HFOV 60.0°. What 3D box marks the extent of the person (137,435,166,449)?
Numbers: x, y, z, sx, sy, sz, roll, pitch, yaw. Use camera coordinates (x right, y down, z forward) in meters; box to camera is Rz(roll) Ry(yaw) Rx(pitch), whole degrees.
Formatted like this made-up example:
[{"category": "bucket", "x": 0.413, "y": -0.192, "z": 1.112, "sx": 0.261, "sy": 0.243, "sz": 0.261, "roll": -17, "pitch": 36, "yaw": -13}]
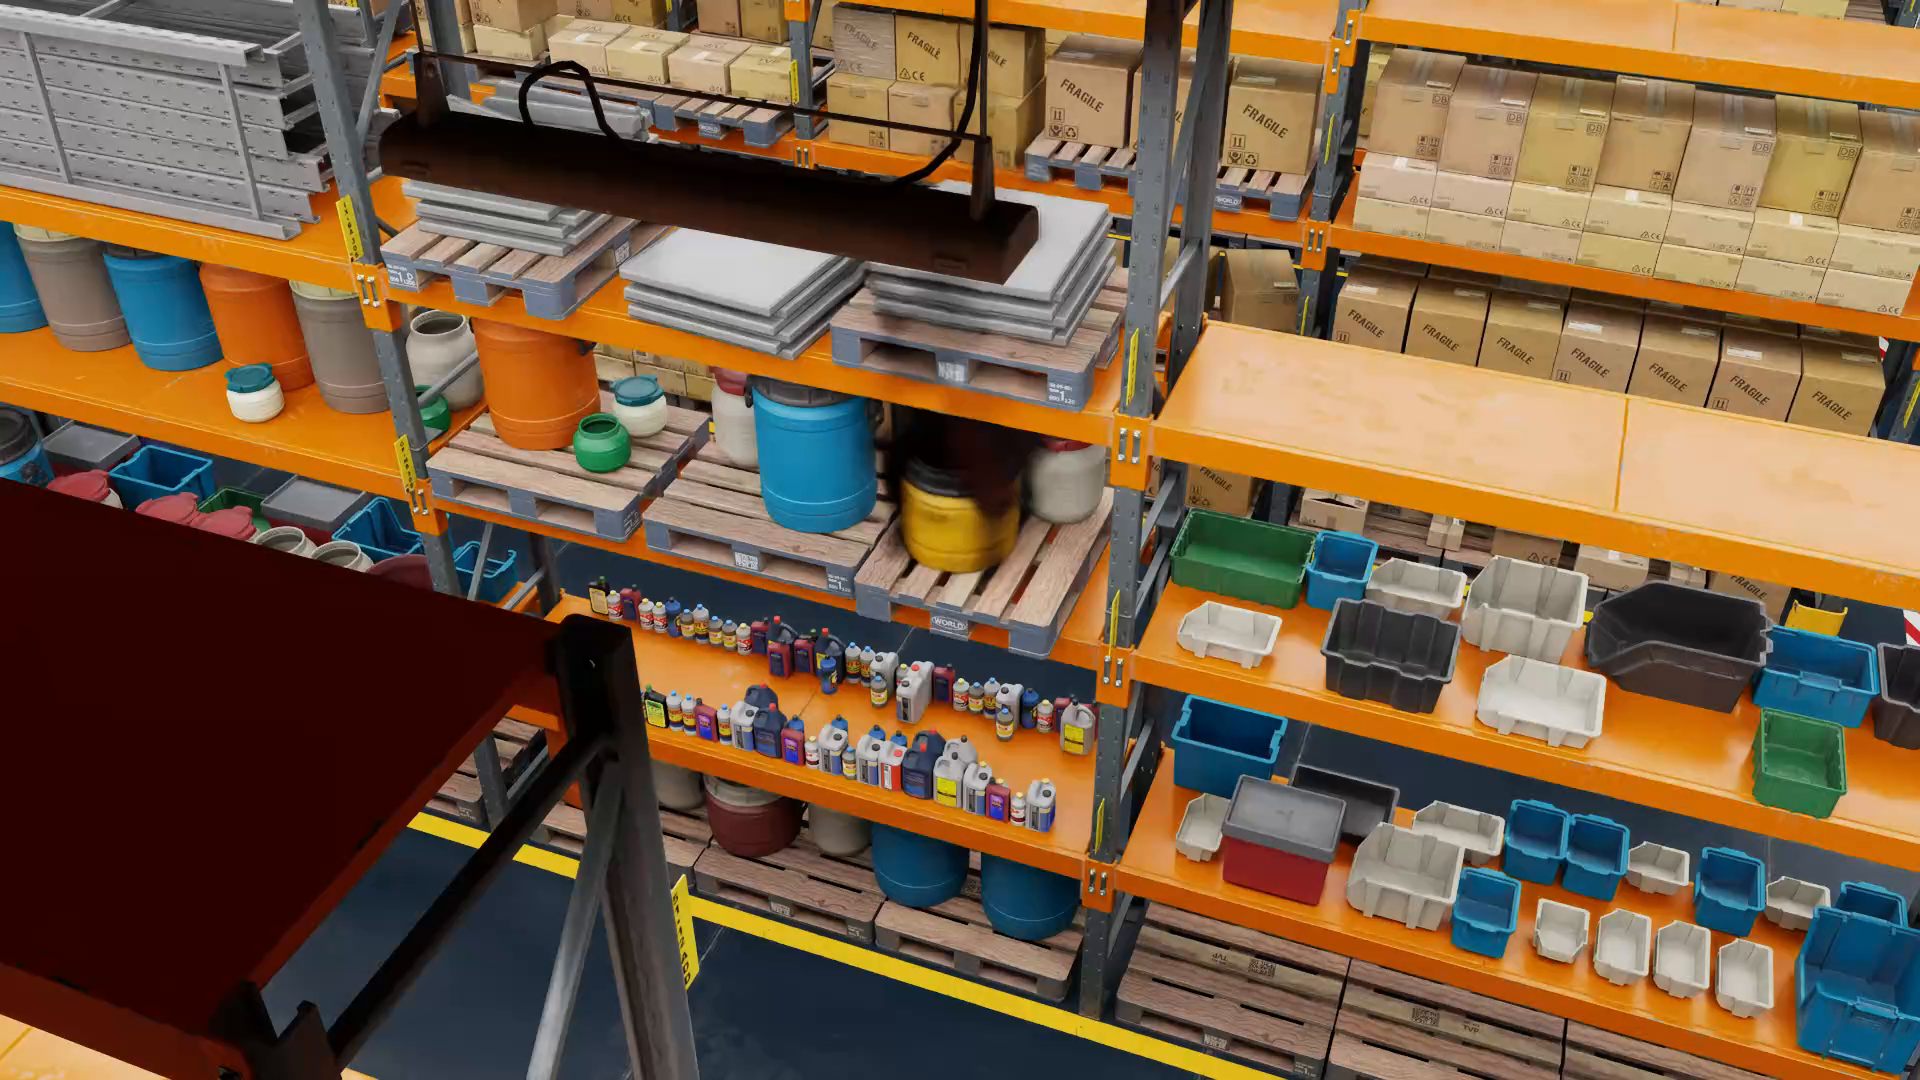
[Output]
[{"category": "person", "x": -6.777, "y": -1.146, "z": 13.526, "sx": 0.937, "sy": 1.646, "sz": 0.599, "roll": 9, "pitch": 37, "yaw": 12}]
